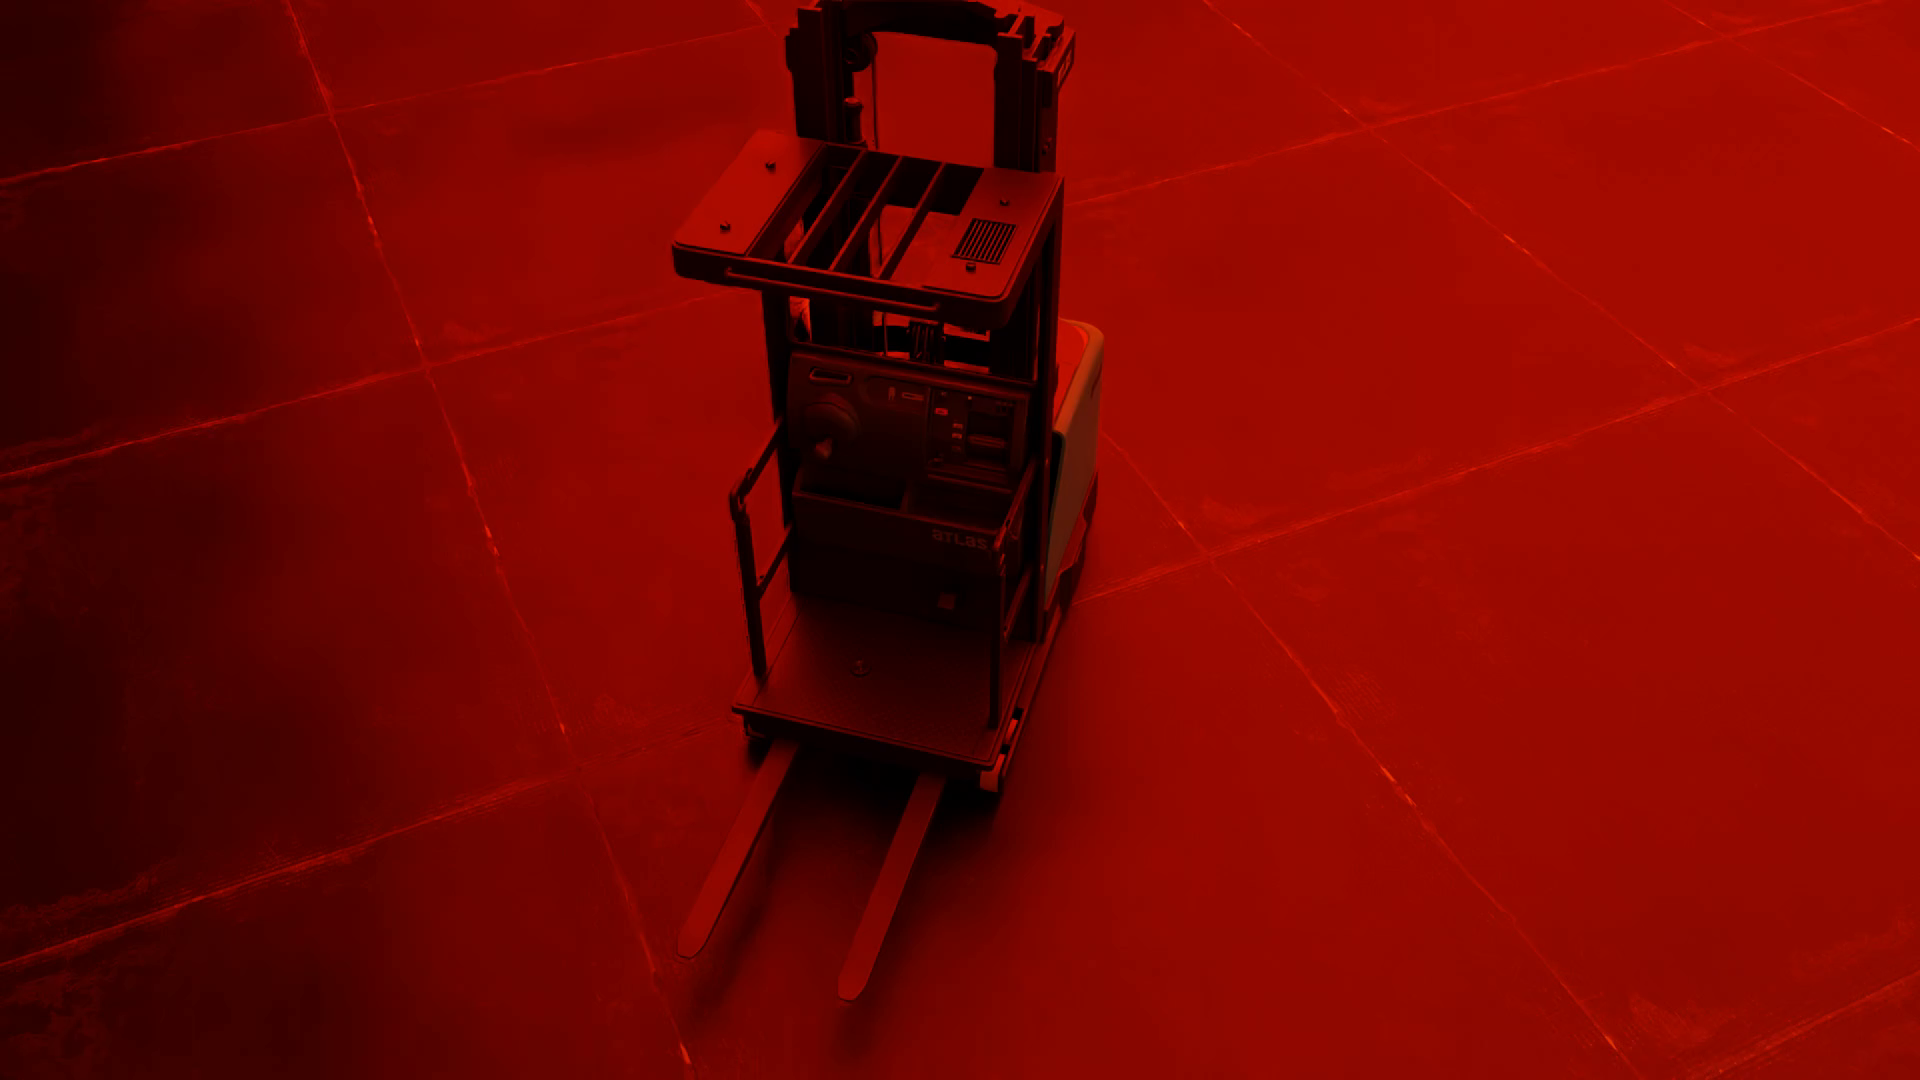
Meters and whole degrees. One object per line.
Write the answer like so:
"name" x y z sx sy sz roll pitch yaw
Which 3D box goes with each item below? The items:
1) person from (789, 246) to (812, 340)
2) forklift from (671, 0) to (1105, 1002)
"person" -0.447 -0.813 7.727 0.760 1.394 0.679 -15 45 -16
"forklift" -0.261 -0.357 6.063 1.130 2.935 3.031 11 44 12
